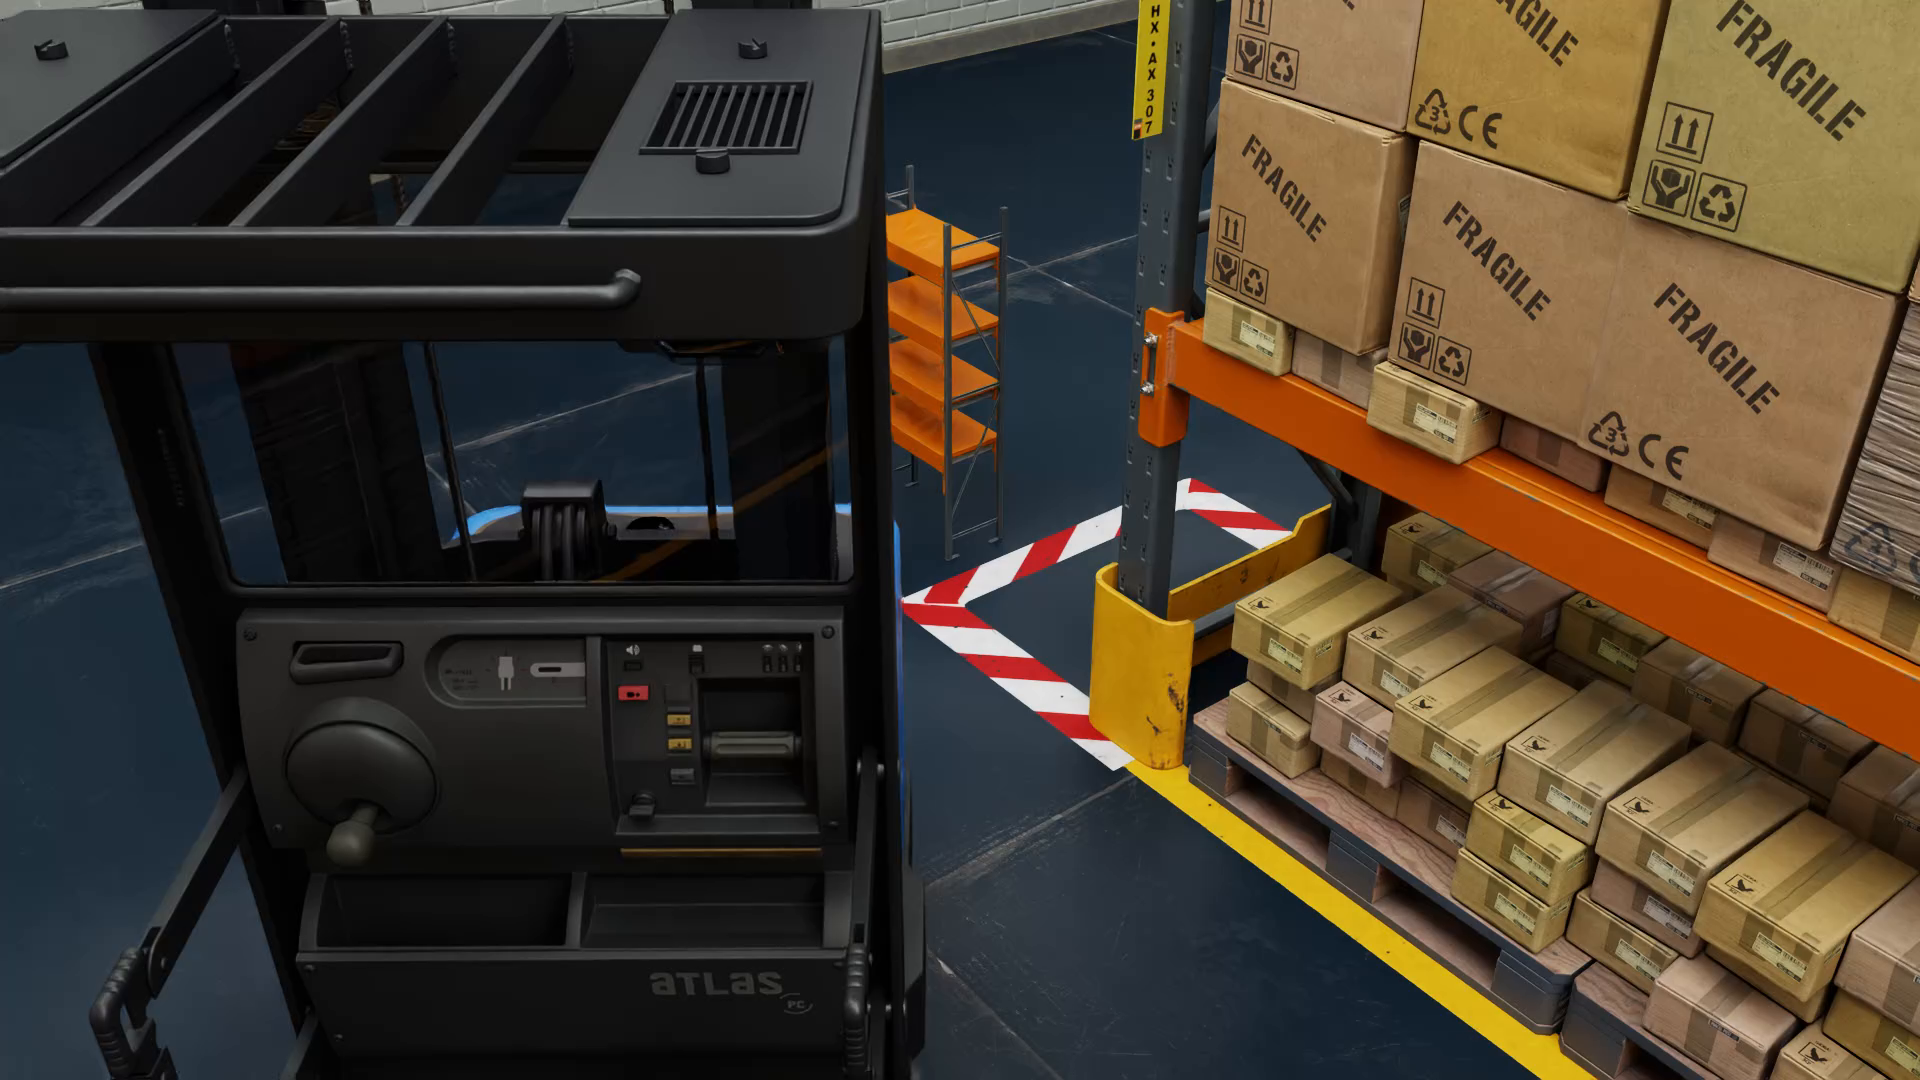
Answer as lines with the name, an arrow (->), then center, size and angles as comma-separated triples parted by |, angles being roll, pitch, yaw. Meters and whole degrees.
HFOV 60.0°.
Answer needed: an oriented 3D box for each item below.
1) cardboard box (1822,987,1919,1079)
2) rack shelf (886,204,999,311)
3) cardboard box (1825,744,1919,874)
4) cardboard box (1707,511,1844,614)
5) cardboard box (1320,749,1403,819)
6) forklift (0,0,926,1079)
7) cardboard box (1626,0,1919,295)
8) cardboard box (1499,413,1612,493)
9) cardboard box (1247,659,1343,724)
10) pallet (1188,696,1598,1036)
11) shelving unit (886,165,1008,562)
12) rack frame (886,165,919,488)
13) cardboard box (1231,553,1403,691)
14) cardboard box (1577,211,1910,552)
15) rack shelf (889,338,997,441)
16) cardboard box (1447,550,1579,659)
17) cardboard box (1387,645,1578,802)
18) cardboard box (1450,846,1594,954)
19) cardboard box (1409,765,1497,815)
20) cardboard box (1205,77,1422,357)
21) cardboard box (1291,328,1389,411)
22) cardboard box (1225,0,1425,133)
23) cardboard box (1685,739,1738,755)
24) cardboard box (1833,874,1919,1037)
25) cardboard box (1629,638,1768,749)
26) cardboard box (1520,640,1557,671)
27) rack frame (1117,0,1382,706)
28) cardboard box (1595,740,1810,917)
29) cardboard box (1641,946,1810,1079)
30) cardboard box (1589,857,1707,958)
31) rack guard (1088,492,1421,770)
cardboard box -> 2.001, 0.950, 3.400 | 0.380, 0.149, 0.250 | -20, 37, -29
rack shelf -> -0.101, -0.912, 5.337 | 0.258, 0.148, 0.480 | -22, 38, -31
cardboard box -> 2.157, 0.576, 3.720 | 0.380, 0.149, 0.250 | -24, 39, -33
cardboard box -> 1.667, -0.035, 3.201 | 0.380, 0.149, 0.250 | -23, 39, -32
cardboard box -> 1.167, 0.536, 4.348 | 0.380, 0.149, 0.250 | -22, 38, -32
forklift -> -0.639, 0.357, 2.397 | 1.130, 2.935, 3.031 | 0, 32, 0
cardboard box -> 1.554, -0.789, 2.854 | 0.500, 0.500, 0.500 | -23, 39, -32
cardboard box -> 1.391, -0.267, 3.576 | 0.380, 0.149, 0.250 | -20, 37, -29
cardboard box -> 0.992, 0.307, 4.435 | 0.380, 0.149, 0.250 | -21, 37, -29
pallet -> 1.390, 0.665, 4.479 | 1.003, 0.211, 1.213 | -22, 38, -31
shelving unit -> -0.101, -0.579, 5.545 | 0.258, 1.200, 0.503 | -22, 38, -31
rack frame -> -0.251, -0.680, 5.708 | 0.240, 1.200, 0.015 | -22, 38, -31
cardboard box -> 0.926, 0.207, 4.314 | 0.380, 0.149, 0.250 | -24, 39, -33
cardboard box -> 1.569, -0.370, 3.127 | 0.500, 0.500, 0.500 | -22, 38, -31
rack shelf -> -0.101, -0.522, 5.580 | 0.258, 0.148, 0.480 | -22, 38, -31
cardboard box -> 1.507, 0.141, 4.420 | 0.380, 0.149, 0.250 | -21, 38, -30
cardboard box -> 1.243, 0.430, 3.956 | 0.380, 0.149, 0.250 | -22, 38, -32
cardboard box -> 1.395, 0.779, 3.956 | 0.380, 0.149, 0.250 | -22, 38, -31
cardboard box -> 1.335, 0.512, 4.104 | 0.380, 0.149, 0.250 | -22, 38, -31
cardboard box -> 0.930, -0.793, 3.808 | 0.500, 0.500, 0.500 | -20, 37, -29
cardboard box -> 1.002, -0.461, 3.887 | 0.380, 0.149, 0.250 | -21, 37, -30
cardboard box -> 0.939, -1.222, 3.550 | 0.500, 0.500, 0.500 | -23, 38, -32
cardboard box -> 1.826, 0.494, 4.133 | 0.380, 0.149, 0.250 | -23, 38, -32
cardboard box -> 1.978, 0.823, 3.322 | 0.380, 0.149, 0.250 | -22, 38, -31
cardboard box -> 1.874, 0.336, 4.106 | 0.380, 0.149, 0.250 | -24, 39, -33
cardboard box -> 1.540, 0.259, 4.512 | 0.380, 0.149, 0.250 | -23, 39, -32
rack frame -> 0.873, -0.901, 4.358 | 1.000, 3.000, 0.127 | -22, 38, -31
cardboard box -> 1.623, 0.625, 3.641 | 0.380, 0.149, 0.250 | -21, 37, -30
cardboard box -> 1.710, 0.987, 3.622 | 0.380, 0.149, 0.250 | -24, 39, -34
cardboard box -> 1.644, 0.734, 3.747 | 0.380, 0.149, 0.250 | -24, 39, -34
rack guard -> 0.920, 0.192, 4.966 | 1.175, 0.500, 0.348 | -22, 38, -31
